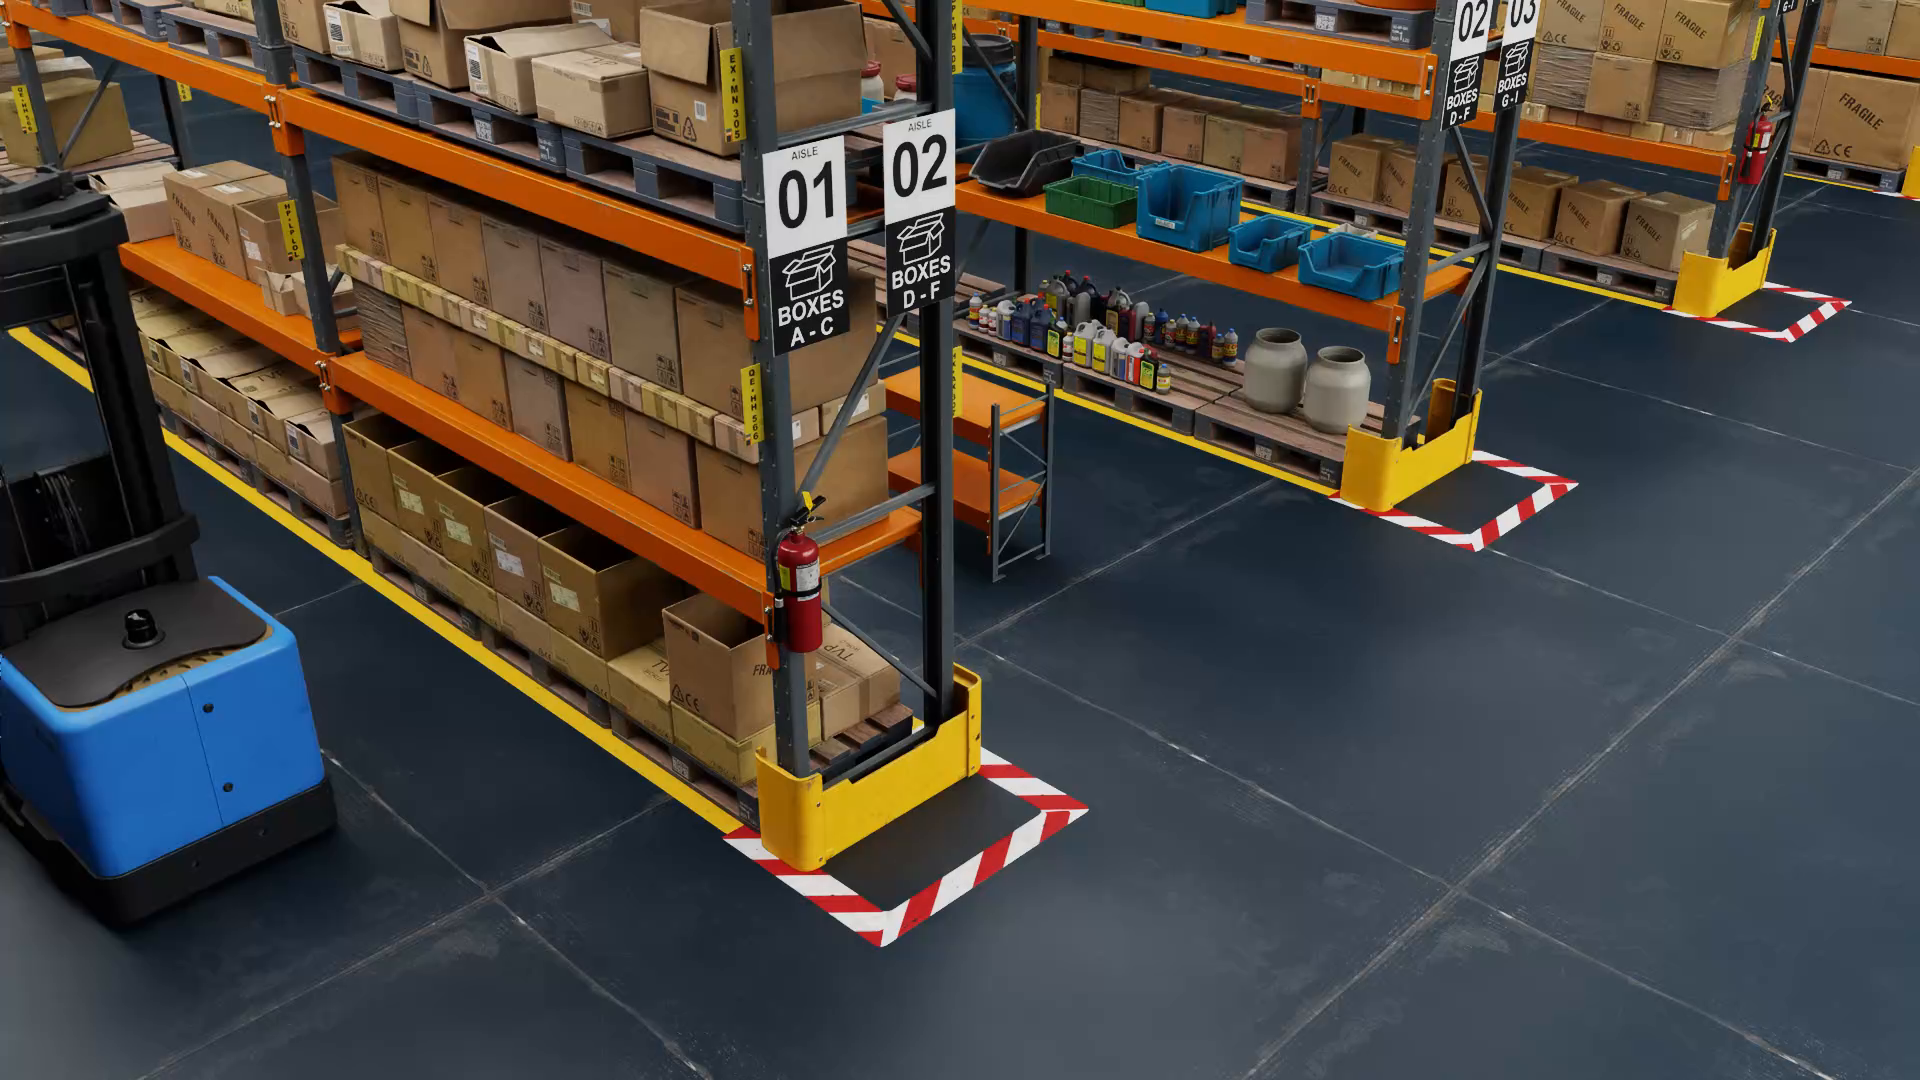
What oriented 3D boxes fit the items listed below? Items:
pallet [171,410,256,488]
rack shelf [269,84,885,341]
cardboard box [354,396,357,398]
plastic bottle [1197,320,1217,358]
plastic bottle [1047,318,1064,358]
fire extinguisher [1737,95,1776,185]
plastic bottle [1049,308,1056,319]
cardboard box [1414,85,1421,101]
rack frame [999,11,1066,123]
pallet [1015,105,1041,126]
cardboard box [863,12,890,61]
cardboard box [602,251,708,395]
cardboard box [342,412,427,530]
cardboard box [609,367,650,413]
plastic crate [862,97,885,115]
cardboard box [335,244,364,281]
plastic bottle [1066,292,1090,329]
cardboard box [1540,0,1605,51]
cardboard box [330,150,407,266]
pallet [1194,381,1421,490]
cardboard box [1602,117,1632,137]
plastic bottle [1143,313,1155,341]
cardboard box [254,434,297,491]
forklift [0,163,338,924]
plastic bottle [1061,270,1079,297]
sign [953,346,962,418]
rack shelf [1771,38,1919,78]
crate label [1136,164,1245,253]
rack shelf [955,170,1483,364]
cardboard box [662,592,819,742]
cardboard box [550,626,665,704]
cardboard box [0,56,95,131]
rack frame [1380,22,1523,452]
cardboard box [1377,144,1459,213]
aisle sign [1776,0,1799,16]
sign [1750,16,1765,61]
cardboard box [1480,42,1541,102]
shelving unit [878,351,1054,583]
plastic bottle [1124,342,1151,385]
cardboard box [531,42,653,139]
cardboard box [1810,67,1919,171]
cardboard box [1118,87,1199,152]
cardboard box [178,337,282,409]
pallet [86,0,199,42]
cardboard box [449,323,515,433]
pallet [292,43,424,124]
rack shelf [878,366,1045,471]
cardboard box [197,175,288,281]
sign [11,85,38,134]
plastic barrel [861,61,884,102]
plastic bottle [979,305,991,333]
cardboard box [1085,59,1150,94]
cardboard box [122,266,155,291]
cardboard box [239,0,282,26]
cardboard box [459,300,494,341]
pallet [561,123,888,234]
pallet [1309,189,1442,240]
[{"bbox_3d":[-4.701,-0.786,11.518,1.213,0.211,1.003,25,36,38],"label":"pallet"},{"bbox_3d":[-1.848,-1.751,7.907,4.000,0.370,1.077,25,36,38],"label":"rack shelf"},{"bbox_3d":[-3.747,-0.994,10.818,0.500,0.311,0.500,24,36,38],"label":"cardboard box"},{"bbox_3d":[1.831,-1.499,12.324,0.061,0.283,0.133,-25,36,-38],"label":"plastic bottle"},{"bbox_3d":[0.709,-1.499,12.324,0.061,0.283,0.133,-23,36,-37],"label":"plastic bottle"},{"bbox_3d":[6.285,-3.151,13.103,0.183,0.674,0.296,25,36,38],"label":"fire extinguisher"},{"bbox_3d":[0.674,-1.616,12.559,0.097,0.271,0.097,0,28,0],"label":"plastic bottle"},{"bbox_3d":[4.318,-4.068,15.033,0.250,0.149,0.380,25,36,38],"label":"cardboard box"},{"bbox_3d":[0.822,-5.986,18.411,0.127,3.000,1.000,25,36,38],"label":"rack frame"},{"bbox_3d":[0.313,-5.034,19.597,1.213,0.211,1.003,25,36,38],"label":"pallet"},{"bbox_3d":[-0.922,-6.043,20.351,0.875,0.875,1.225,23,36,37],"label":"cardboard box"},{"bbox_3d":[-1.162,-1.051,7.525,0.500,0.500,0.700,23,36,37],"label":"cardboard box"},{"bbox_3d":[-3.163,-0.440,9.561,0.500,0.500,0.500,25,36,38],"label":"cardboard box"},{"bbox_3d":[-1.375,-0.733,7.617,0.380,0.149,0.250,-25,37,-39],"label":"cardboard box"},{"bbox_3d":[-0.803,-3.287,13.295,0.575,0.384,0.392,25,36,38],"label":"plastic crate"},{"bbox_3d":[-3.218,-1.574,9.216,0.250,0.149,0.380,25,36,38],"label":"cardboard box"},{"bbox_3d":[0.914,-1.792,12.888,0.135,0.276,0.152,25,36,38],"label":"plastic bottle"},{"bbox_3d":[5.246,-4.417,13.925,0.500,0.500,0.500,25,36,38],"label":"cardboard box"},{"bbox_3d":[-2.953,-1.870,9.082,0.500,0.500,0.700,25,37,39],"label":"cardboard box"},{"bbox_3d":[2.391,-0.774,11.495,1.213,0.211,1.003,25,36,38],"label":"pallet"},{"bbox_3d":[5.619,-3.522,13.995,0.250,0.149,0.380,25,36,38],"label":"cardboard box"},{"bbox_3d":[1.447,-1.627,12.655,0.097,0.201,0.097,0,28,0],"label":"plastic bottle"},{"bbox_3d":[-4.132,-0.568,10.611,0.500,0.250,0.500,24,36,38],"label":"cardboard box"},{"bbox_3d":[-4.280,-0.256,7.587,3.031,2.935,1.130,24,36,38],"label":"forklift"},{"bbox_3d":[0.863,-1.945,13.099,0.185,0.351,0.144,23,36,37],"label":"plastic bottle"},{"bbox_3d":[-0.028,-0.690,7.323,0.005,0.325,0.100,25,36,38],"label":"sign"},{"bbox_3d":[8.650,-5.323,17.923,4.000,0.370,1.077,25,36,38],"label":"rack shelf"},{"bbox_3d":[1.552,-2.258,11.284,0.616,0.435,0.502,25,36,38],"label":"crate label"},{"bbox_3d":[1.628,-2.066,11.729,4.000,0.370,1.077,25,36,38],"label":"rack shelf"},{"bbox_3d":[-1.012,0.534,7.709,0.500,0.500,0.500,25,36,38],"label":"cardboard box"},{"bbox_3d":[-1.734,0.543,8.497,0.500,0.250,0.500,25,36,38],"label":"cardboard box"},{"bbox_3d":[-7.172,-3.460,13.048,0.700,0.500,0.500,-18,33,-30],"label":"cardboard box"},{"bbox_3d":[3.054,-1.732,10.321,0.127,3.000,1.000,25,36,38],"label":"rack frame"},{"bbox_3d":[4.345,-3.432,15.789,0.500,0.500,0.500,-13,31,-24],"label":"cardboard box"},{"bbox_3d":[6.360,-4.406,12.614,0.004,0.787,0.394,25,36,38],"label":"aisle sign"},{"bbox_3d":[6.123,-3.850,12.766,0.005,0.325,0.100,25,36,38],"label":"sign"},{"bbox_3d":[5.038,-4.208,14.603,0.500,0.500,0.875,25,36,38],"label":"cardboard box"},{"bbox_3d":[-0.005,-0.500,9.992,1.048,1.125,0.538,25,36,38],"label":"shelving unit"},{"bbox_3d":[1.277,-1.266,11.889,0.135,0.276,0.152,25,37,39],"label":"plastic bottle"},{"bbox_3d":[-1.427,-1.887,6.951,0.500,0.250,0.500,25,36,38],"label":"cardboard box"},{"bbox_3d":[9.546,-4.433,17.290,0.875,0.875,0.875,25,37,39],"label":"cardboard box"},{"bbox_3d":[2.127,-4.503,17.804,0.700,0.500,0.500,-22,35,-35],"label":"cardboard box"},{"bbox_3d":[-4.849,-1.145,11.105,0.500,0.311,0.500,24,36,38],"label":"cardboard box"},{"bbox_3d":[-4.780,-3.388,10.450,1.003,0.211,1.213,-23,36,-37],"label":"pallet"},{"bbox_3d":[-2.217,-0.961,8.747,0.700,0.500,0.500,-25,36,-38],"label":"cardboard box"},{"bbox_3d":[-2.647,-2.413,8.489,1.213,0.211,1.003,25,36,38],"label":"pallet"},{"bbox_3d":[-0.005,-0.759,9.856,1.000,0.278,0.538,25,36,38],"label":"rack shelf"},{"bbox_3d":[-4.543,-2.030,10.780,0.500,0.500,0.500,25,36,38],"label":"cardboard box"},{"bbox_3d":[-6.500,-2.994,11.562,0.005,0.325,0.100,25,36,38],"label":"sign"},{"bbox_3d":[-0.850,-3.722,13.959,0.433,0.535,0.433,0,28,0],"label":"plastic barrel"},{"bbox_3d":[0.194,-1.711,12.814,0.097,0.201,0.097,0,28,0],"label":"plastic bottle"},{"bbox_3d":[1.706,-5.028,17.996,0.500,0.250,0.500,-21,34,-34],"label":"cardboard box"},{"bbox_3d":[-6.250,-2.031,13.103,0.500,0.500,0.500,-23,36,-37],"label":"cardboard box"},{"bbox_3d":[-3.706,-3.046,9.306,0.500,0.250,0.500,-21,34,-34],"label":"cardboard box"},{"bbox_3d":[-2.296,-1.155,8.419,0.250,0.149,0.380,23,36,37],"label":"cardboard box"},{"bbox_3d":[-0.907,-1.617,6.974,1.213,0.211,1.003,25,36,38],"label":"pallet"},{"bbox_3d":[4.178,-3.239,16.183,1.213,0.211,1.003,25,36,38],"label":"pallet"}]
